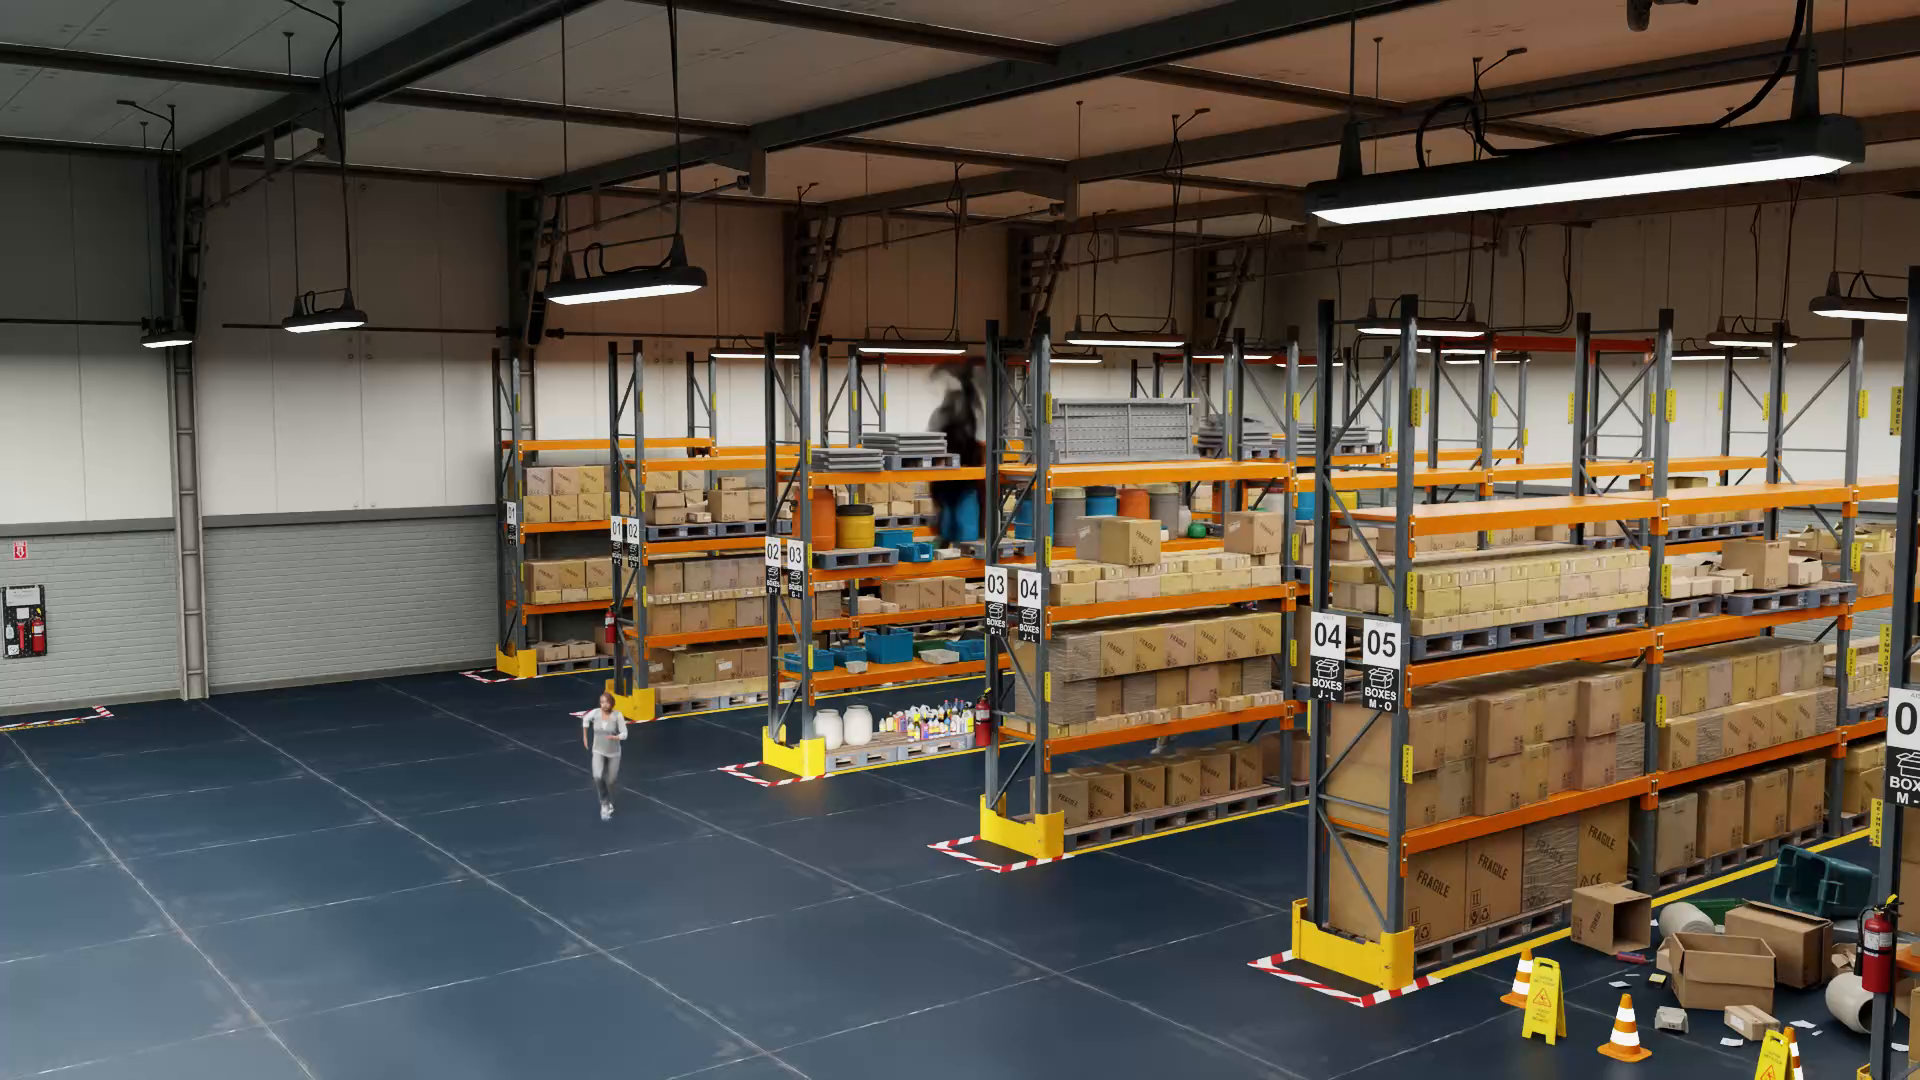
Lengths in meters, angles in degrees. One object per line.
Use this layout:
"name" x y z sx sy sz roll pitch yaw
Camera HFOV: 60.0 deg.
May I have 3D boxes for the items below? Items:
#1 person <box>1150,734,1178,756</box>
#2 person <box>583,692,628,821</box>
"person" 2.869 2.071 22.891 0.760 1.733 0.669 -5 7 -42
"person" -4.288 2.598 20.104 0.560 1.563 0.753 0 5 -5
